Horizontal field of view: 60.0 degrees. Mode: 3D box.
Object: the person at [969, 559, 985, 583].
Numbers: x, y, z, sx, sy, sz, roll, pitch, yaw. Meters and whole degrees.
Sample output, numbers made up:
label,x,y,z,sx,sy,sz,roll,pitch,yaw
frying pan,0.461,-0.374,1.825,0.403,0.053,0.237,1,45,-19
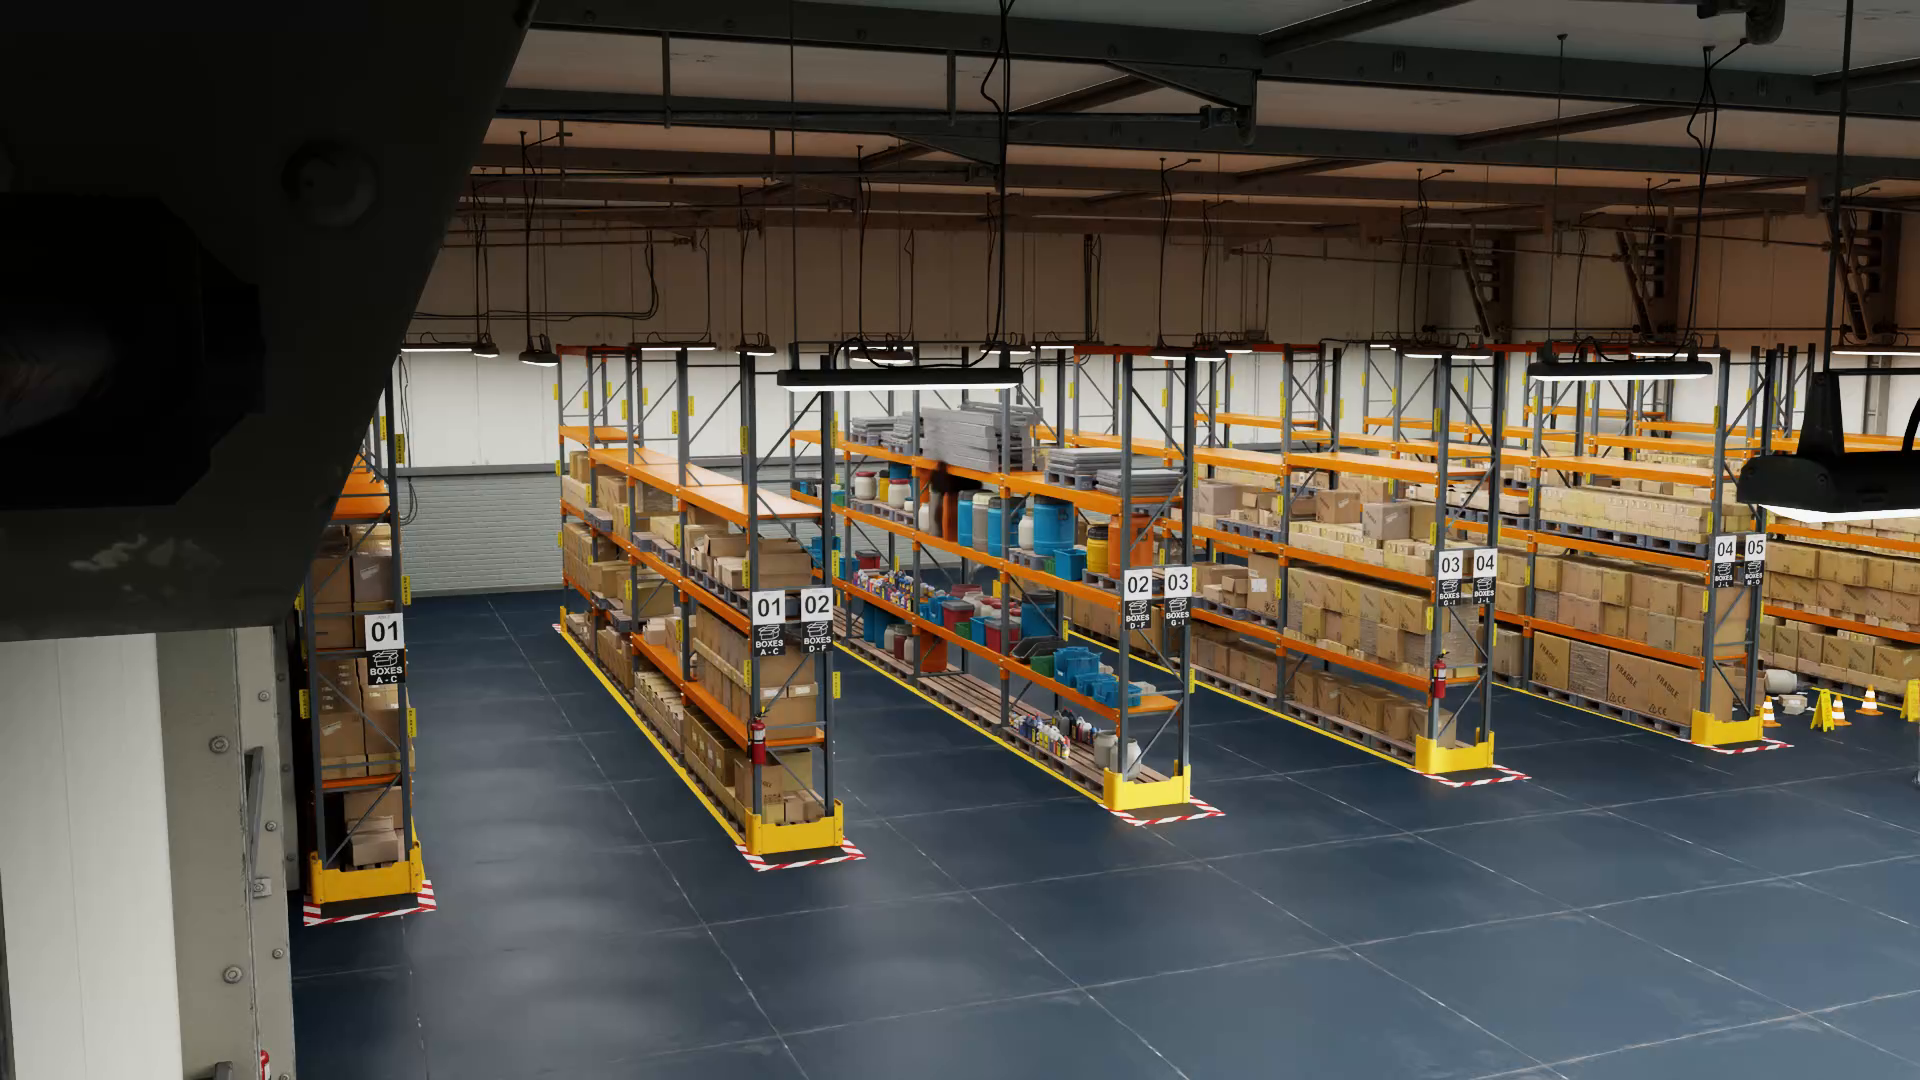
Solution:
label,x,y,z,sx,sy,sz,roll,pitch,yaw
person,0.453,0.350,41.302,0.839,1.495,0.610,5,9,36
